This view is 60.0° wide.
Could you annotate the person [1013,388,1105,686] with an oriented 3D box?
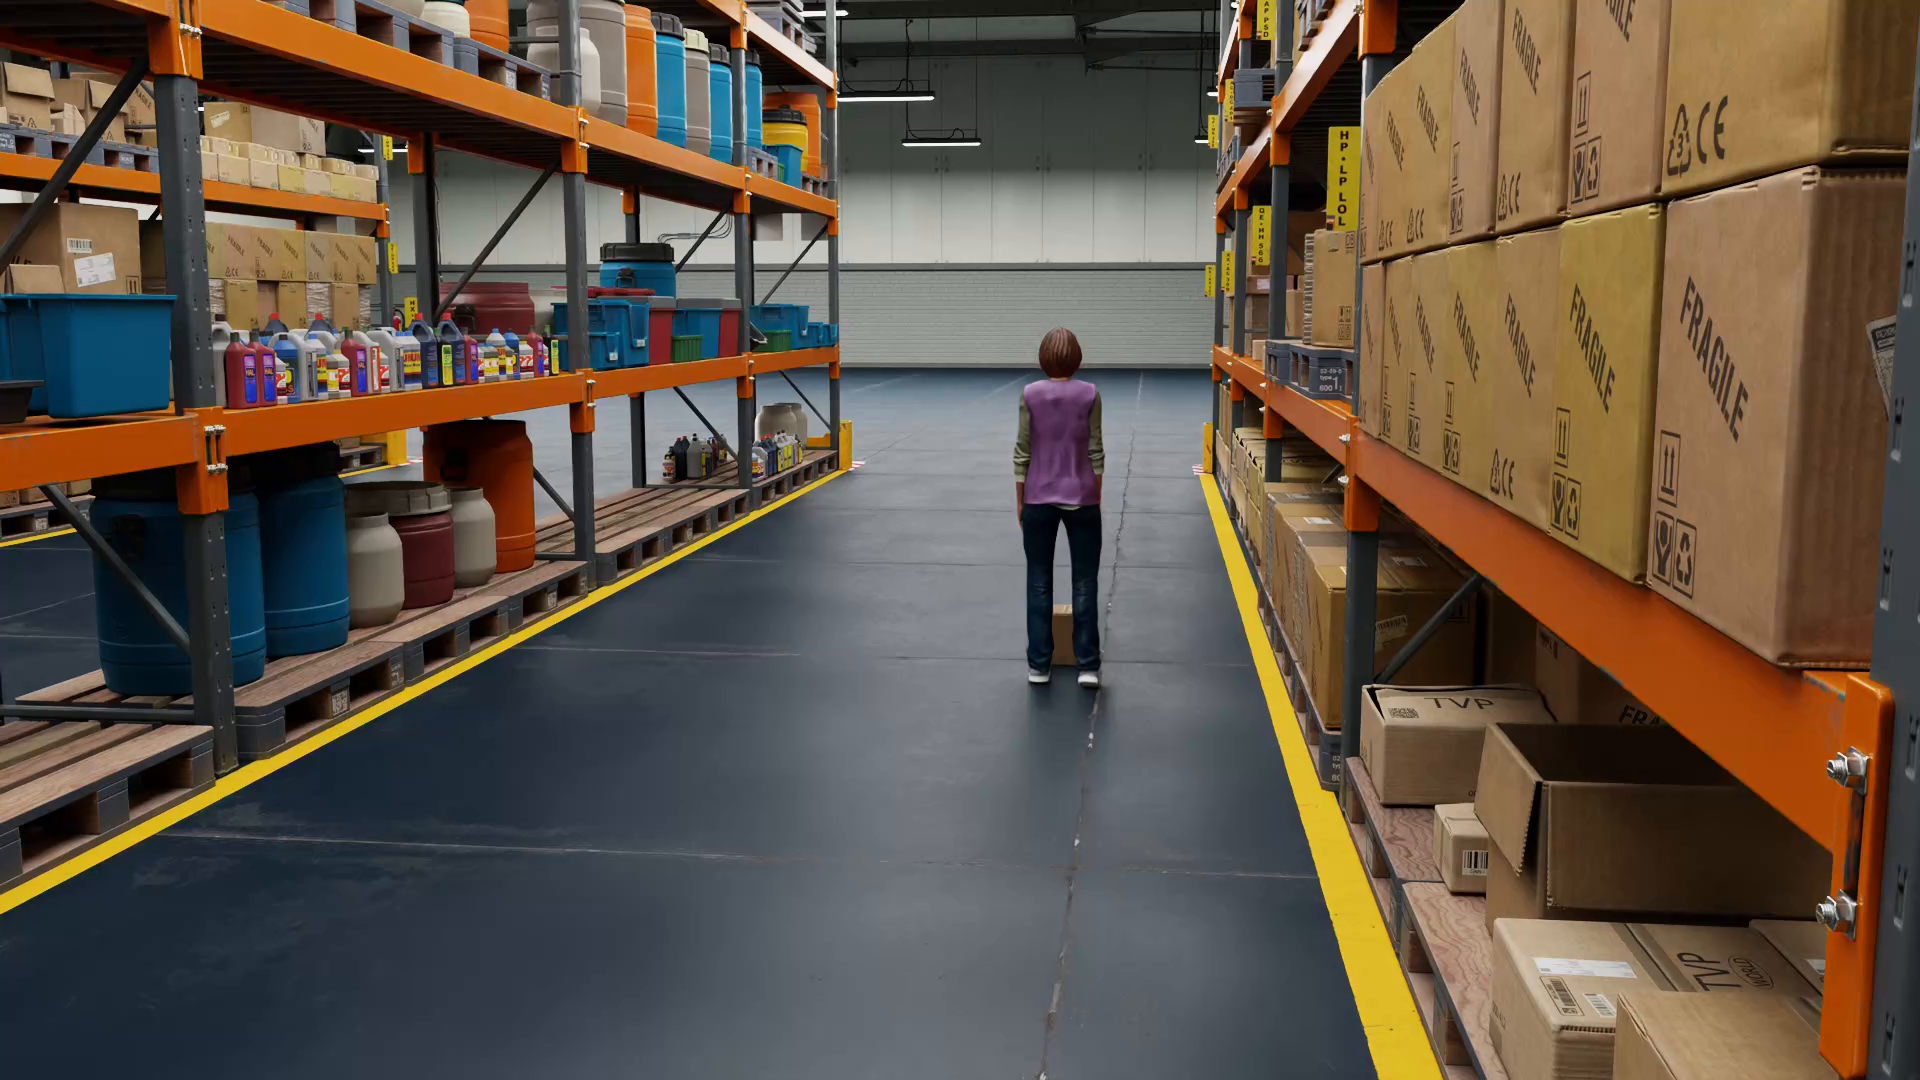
[{"bbox_3d":[0.439,-0.004,7.442,0.407,1.383,0.330,1,8,7],"label":"person"}]
